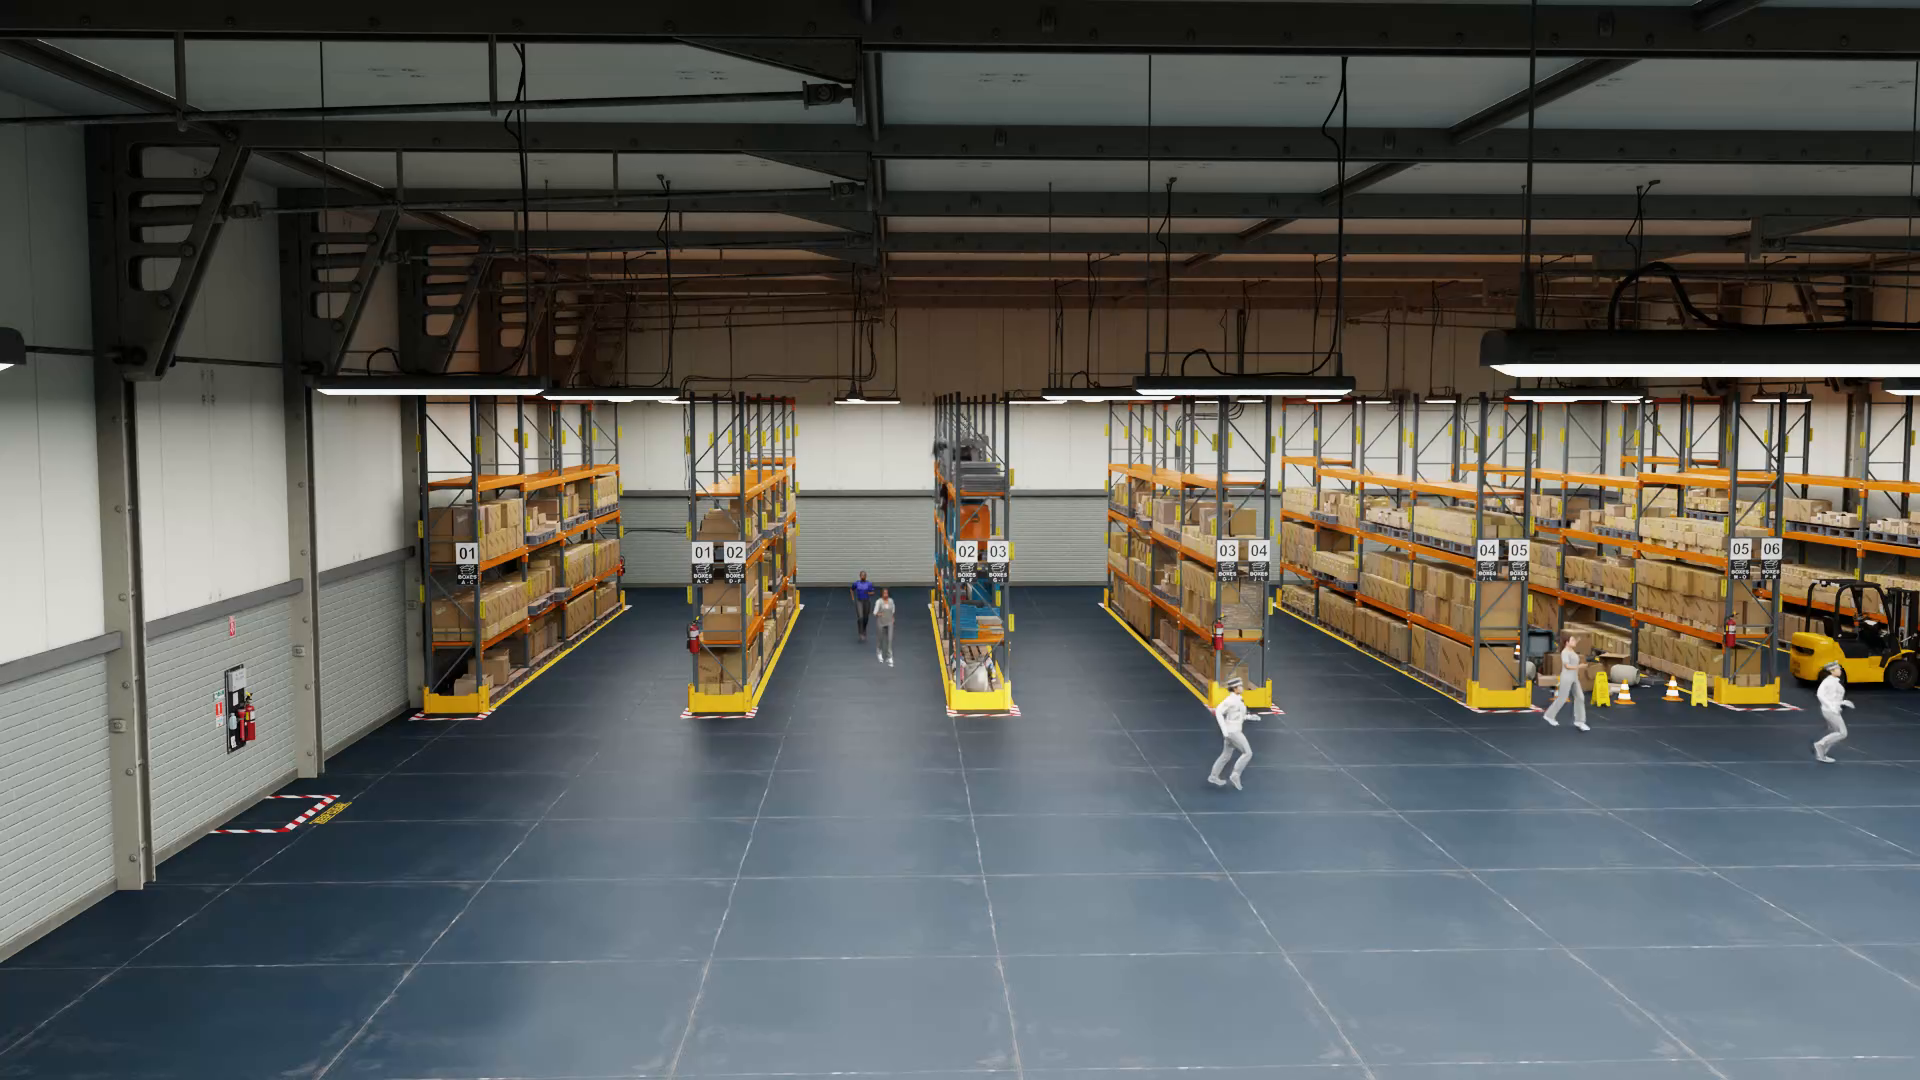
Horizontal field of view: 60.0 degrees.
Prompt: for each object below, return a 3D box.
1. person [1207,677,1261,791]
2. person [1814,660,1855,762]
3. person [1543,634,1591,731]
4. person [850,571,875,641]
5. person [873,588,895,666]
[{"bbox_3d":[4.105,2.895,24.870,0.771,1.709,0.572,1,5,13],"label":"person"},{"bbox_3d":[14.054,2.751,26.709,0.528,1.653,0.592,3,6,37],"label":"person"},{"bbox_3d":[10.792,2.507,29.525,0.822,1.702,0.543,4,6,42],"label":"person"},{"bbox_3d":[-2.389,1.608,40.952,0.562,1.669,0.867,-1,5,-14],"label":"person"},{"bbox_3d":[-1.591,1.804,35.114,0.505,1.611,0.803,-1,5,-14],"label":"person"}]
